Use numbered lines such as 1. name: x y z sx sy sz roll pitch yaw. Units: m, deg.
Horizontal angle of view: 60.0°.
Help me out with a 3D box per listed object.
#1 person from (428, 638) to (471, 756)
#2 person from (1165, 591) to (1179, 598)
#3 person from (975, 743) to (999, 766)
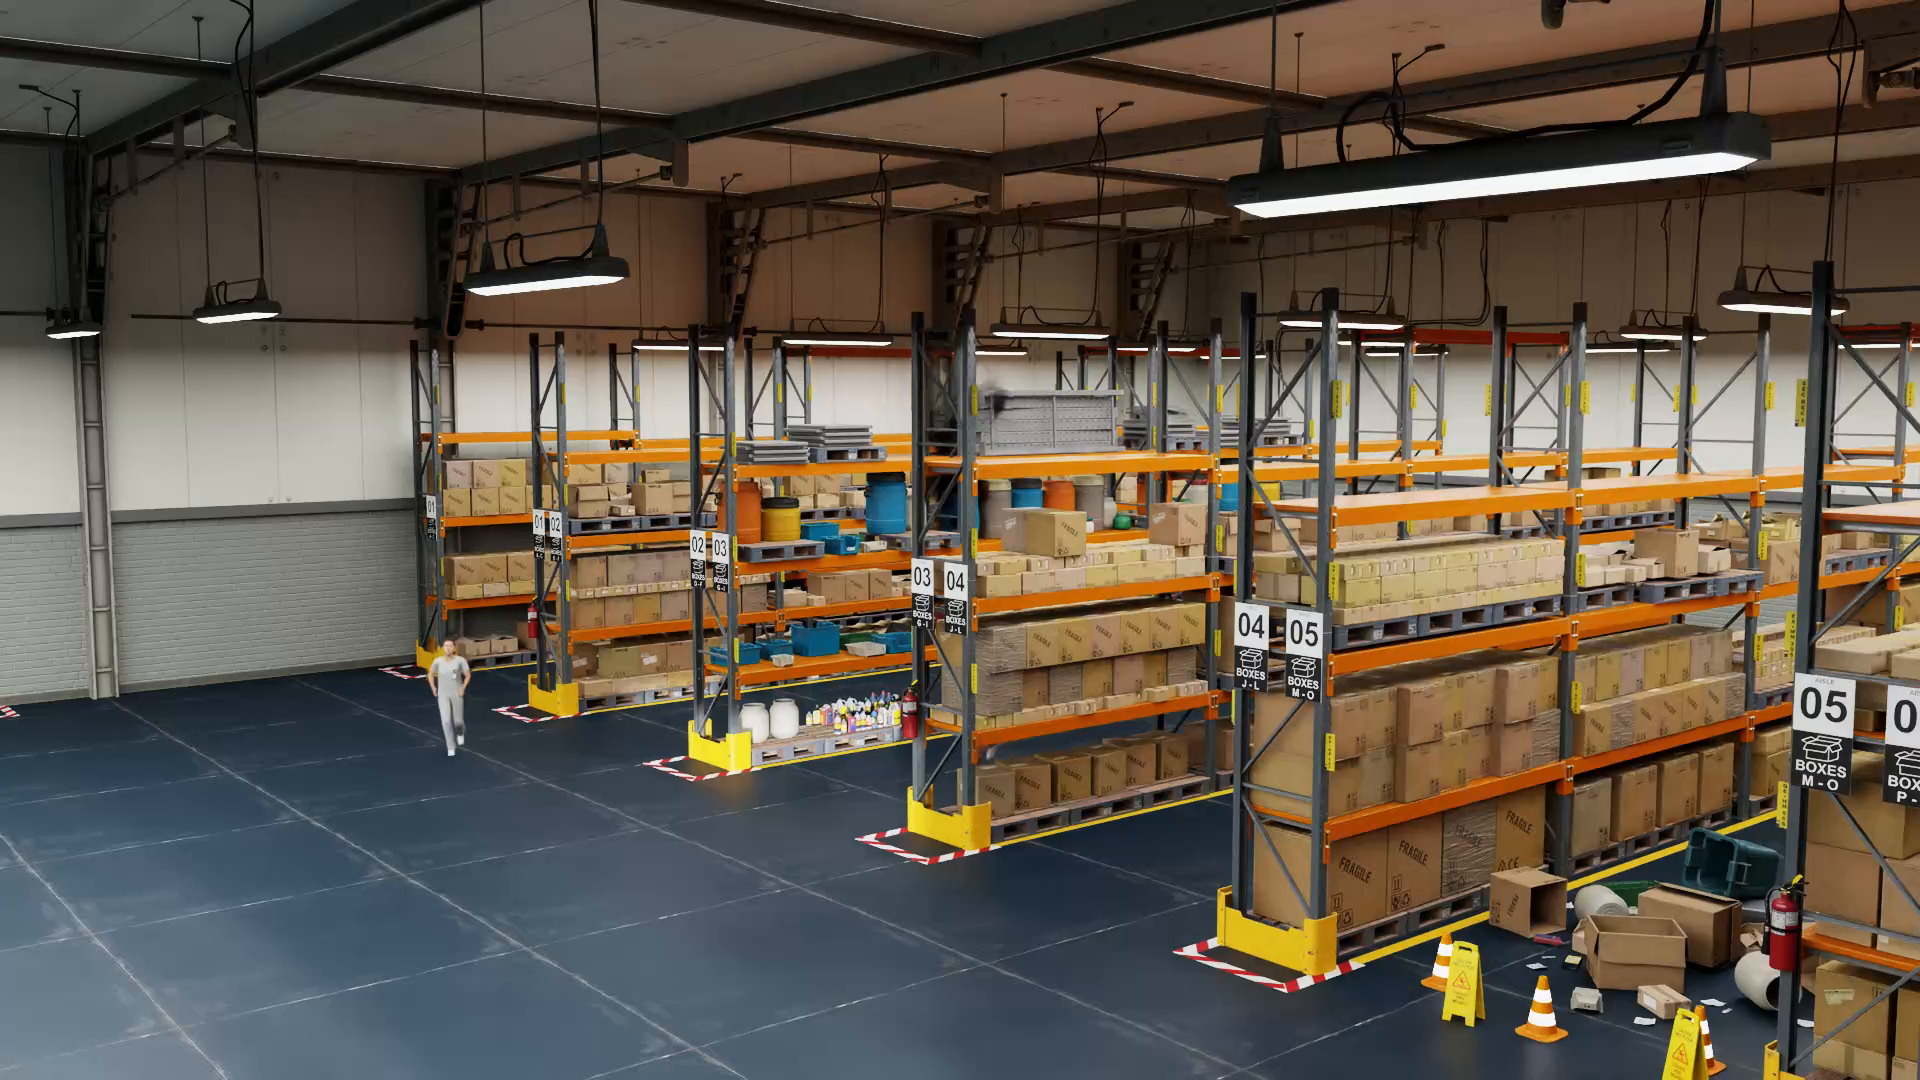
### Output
1. person: -7.181 2.187 23.398 0.588 1.630 0.663 -1 5 -11
2. person: 4.163 1.261 32.690 0.724 1.800 0.954 5 7 43
3. person: 0.323 2.071 21.414 0.577 1.648 0.687 4 7 37
